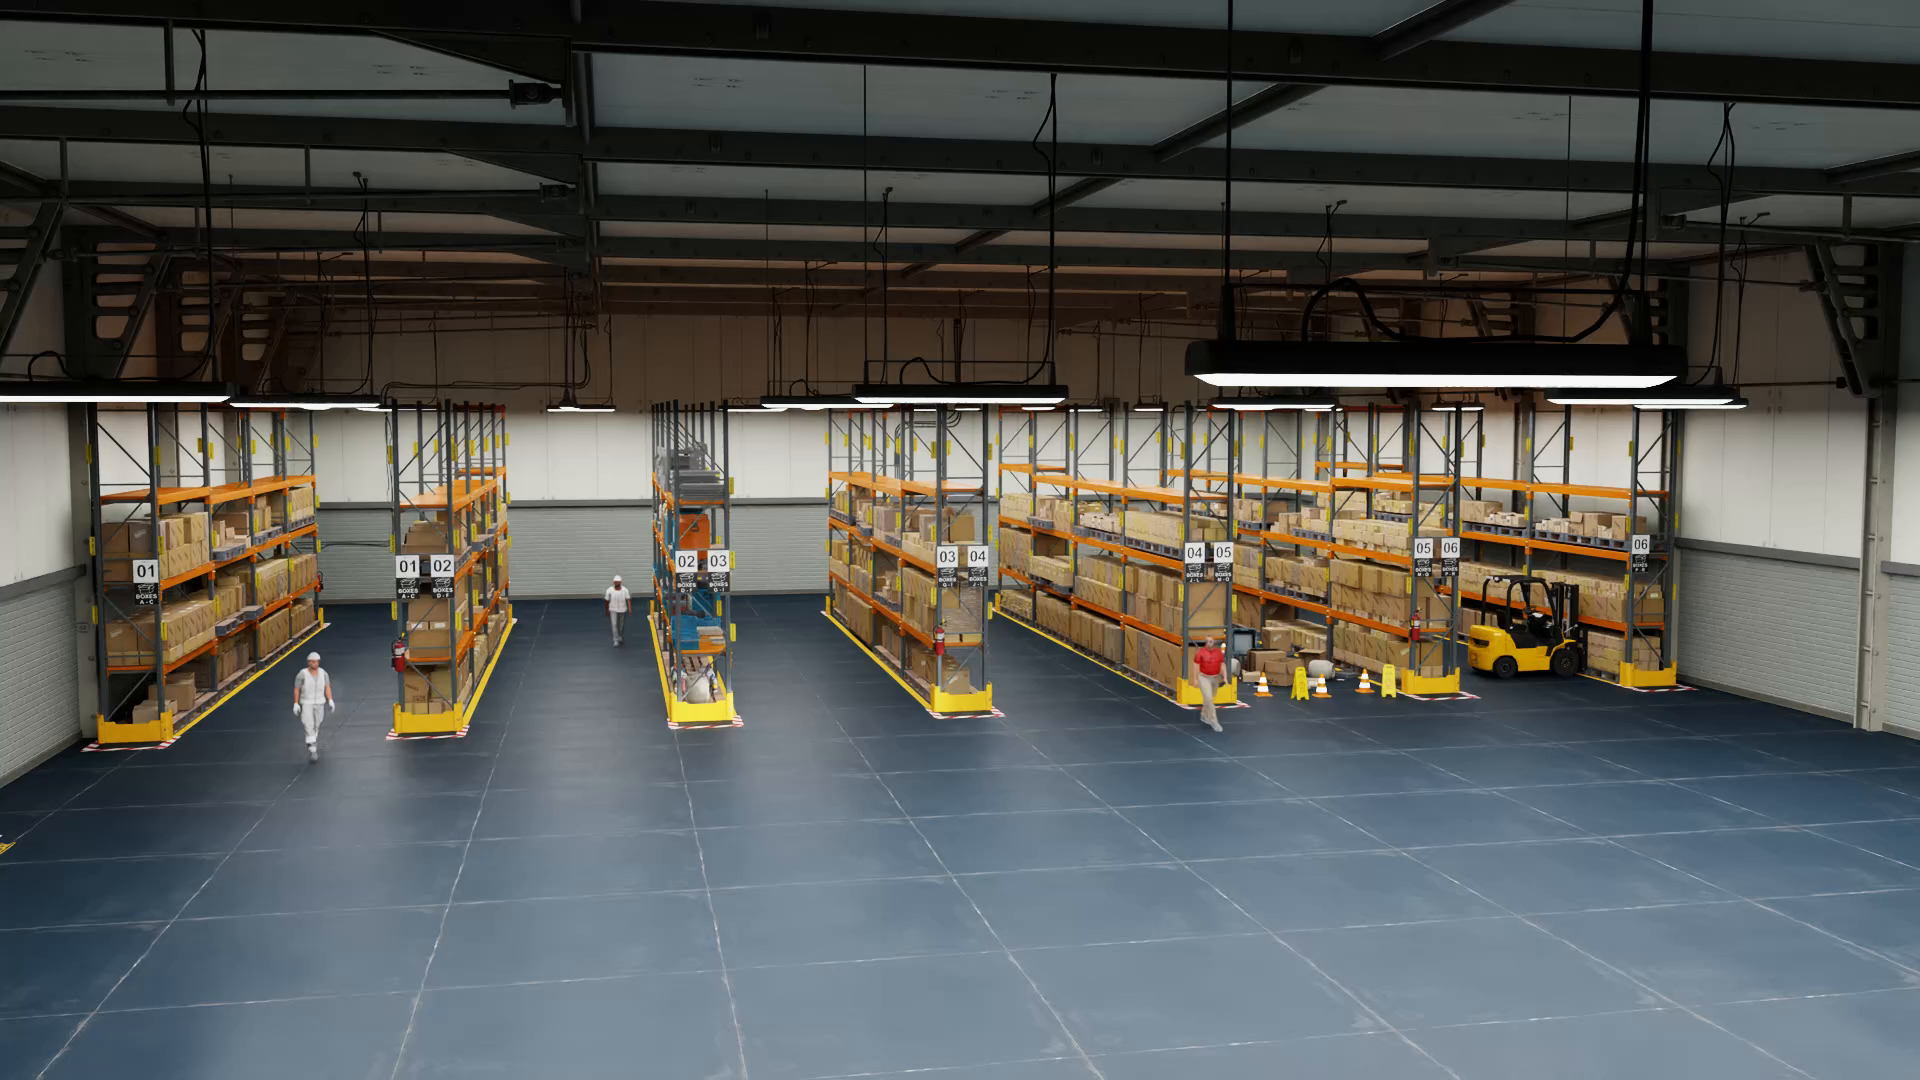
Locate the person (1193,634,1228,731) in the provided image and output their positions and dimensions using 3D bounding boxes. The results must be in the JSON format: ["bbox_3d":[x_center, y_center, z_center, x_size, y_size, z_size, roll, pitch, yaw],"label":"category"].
[{"bbox_3d":[4.596,2.569,30.356,0.563,1.689,0.932,-2,5,-21],"label":"person"}]

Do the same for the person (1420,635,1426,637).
[{"bbox_3d":[10.507,2.022,38.108,0.512,1.674,0.516,-1,4,-13],"label":"person"}]

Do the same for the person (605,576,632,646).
[{"bbox_3d":[-8.480,1.746,41.260,0.646,1.710,1.076,-1,4,-14],"label":"person"}]

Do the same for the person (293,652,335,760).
[{"bbox_3d":[-10.772,2.730,27.718,0.608,1.721,1.049,-3,5,-37],"label":"person"}]
